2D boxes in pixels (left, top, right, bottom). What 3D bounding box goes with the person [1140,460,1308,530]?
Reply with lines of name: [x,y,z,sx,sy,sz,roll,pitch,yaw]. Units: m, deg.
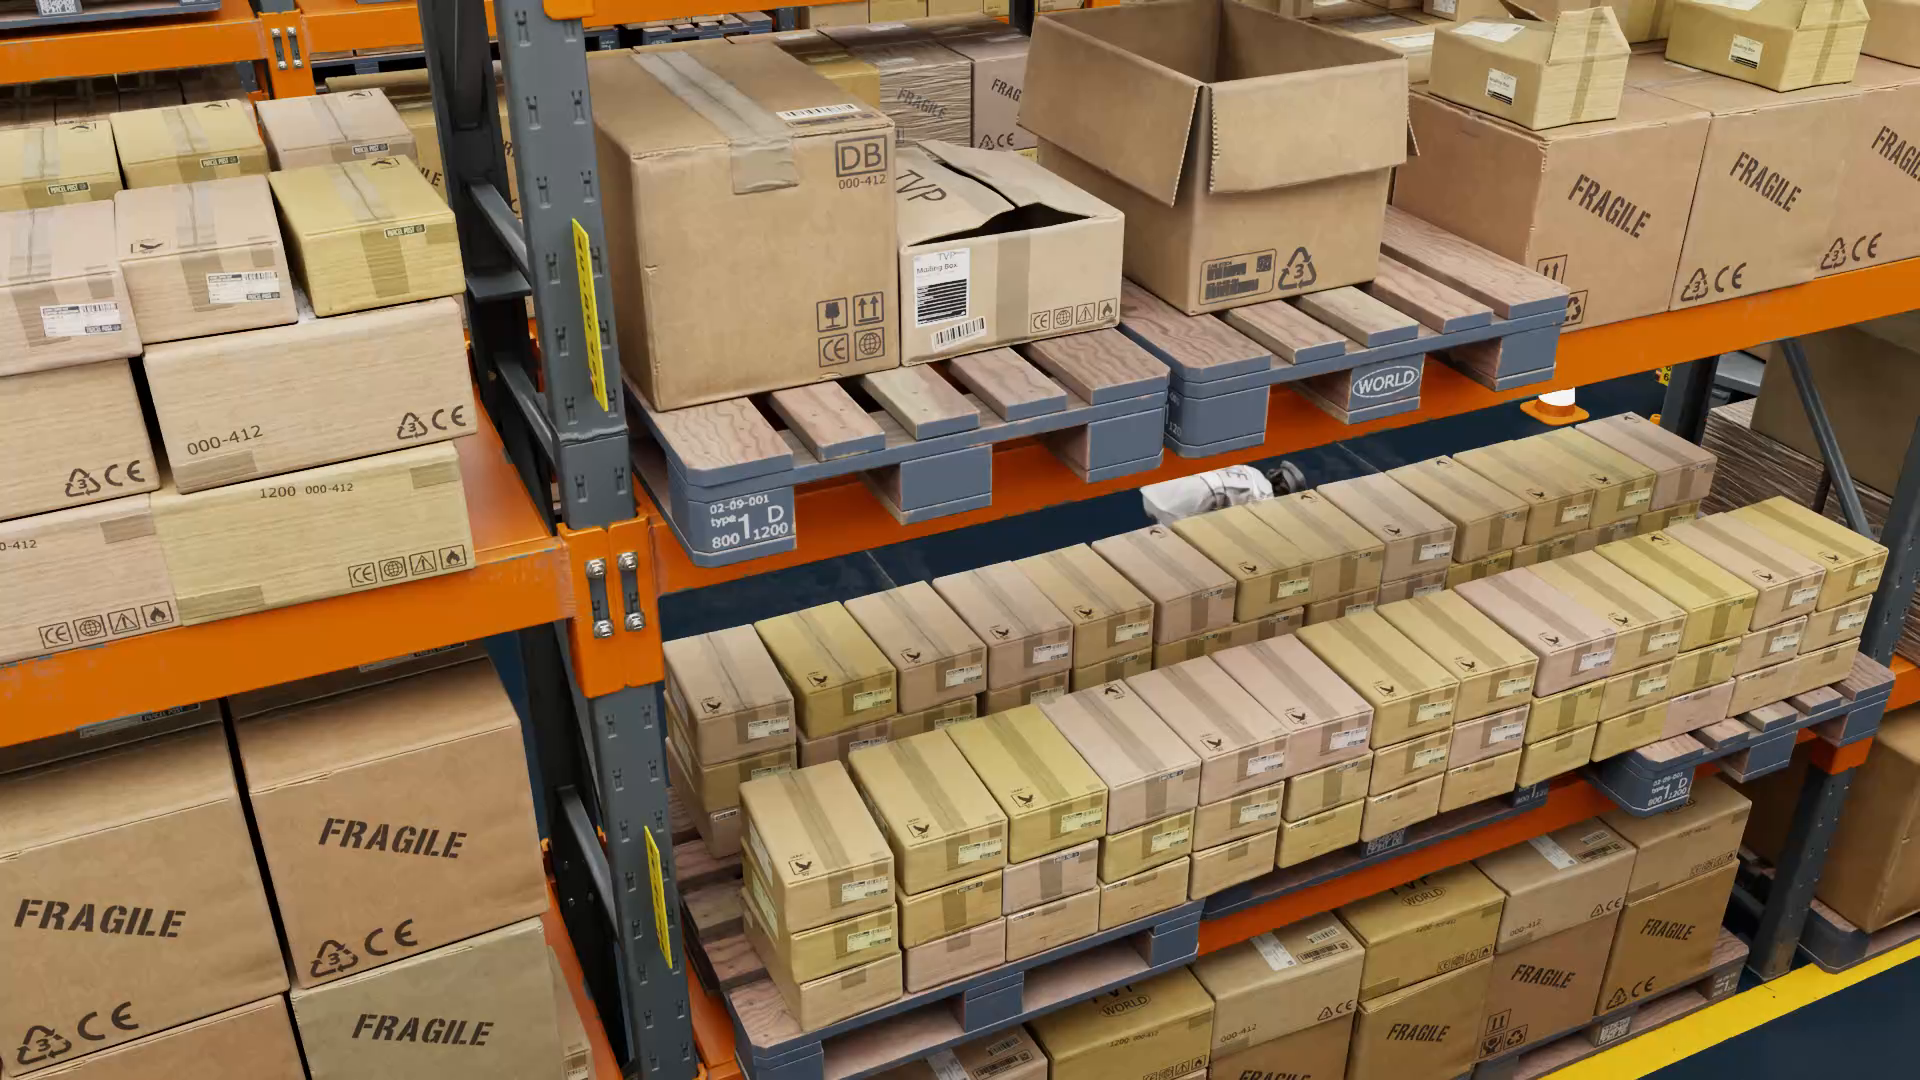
person: [1.266,-0.027,7.988,0.883,0.861,0.465,-15,33,-24]
